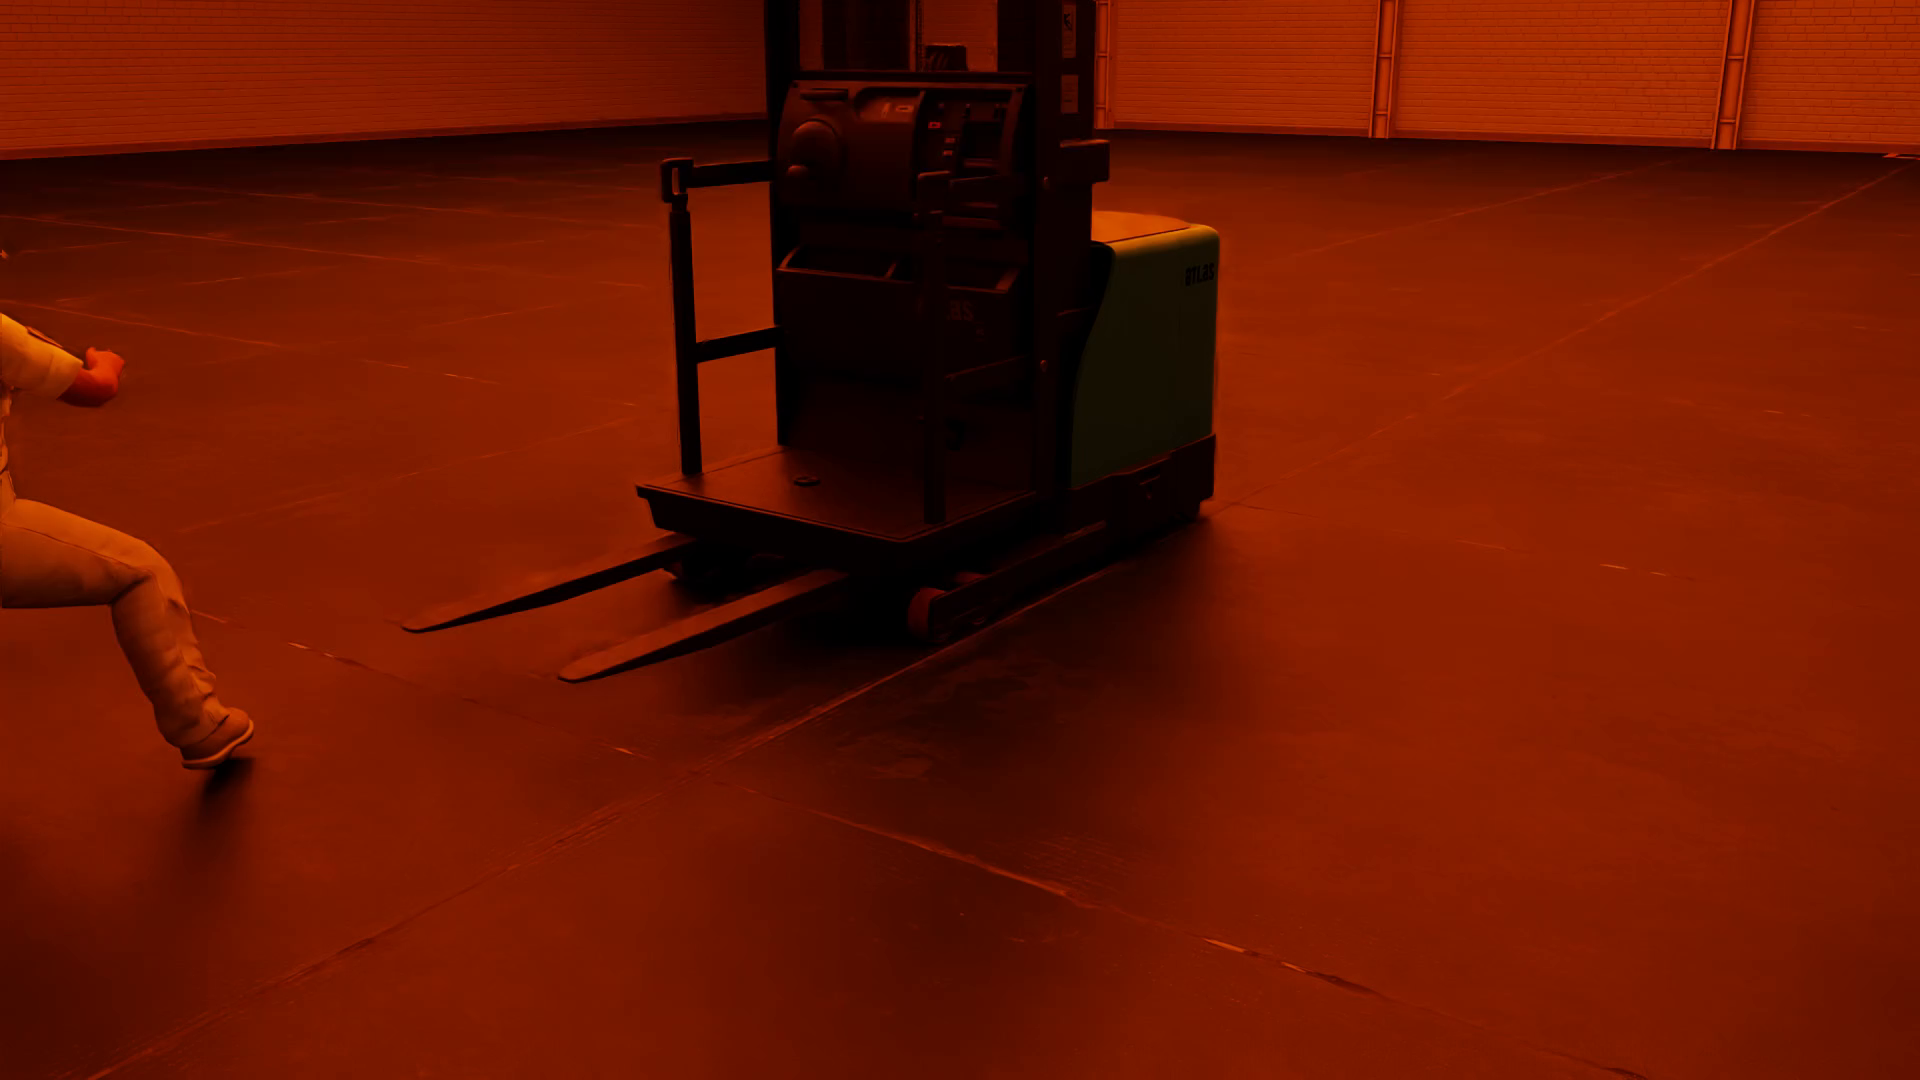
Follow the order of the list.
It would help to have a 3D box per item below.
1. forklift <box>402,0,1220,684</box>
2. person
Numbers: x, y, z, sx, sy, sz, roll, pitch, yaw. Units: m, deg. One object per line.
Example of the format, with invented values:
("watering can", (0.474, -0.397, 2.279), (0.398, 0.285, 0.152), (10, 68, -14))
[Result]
("forklift", (-0.319, -1.255, 5.029), (1.130, 2.935, 3.031), (12, 20, 34))
("person", (-2.302, -0.132, 3.868), (1.081, 1.426, 0.712), (4, 17, 12))
